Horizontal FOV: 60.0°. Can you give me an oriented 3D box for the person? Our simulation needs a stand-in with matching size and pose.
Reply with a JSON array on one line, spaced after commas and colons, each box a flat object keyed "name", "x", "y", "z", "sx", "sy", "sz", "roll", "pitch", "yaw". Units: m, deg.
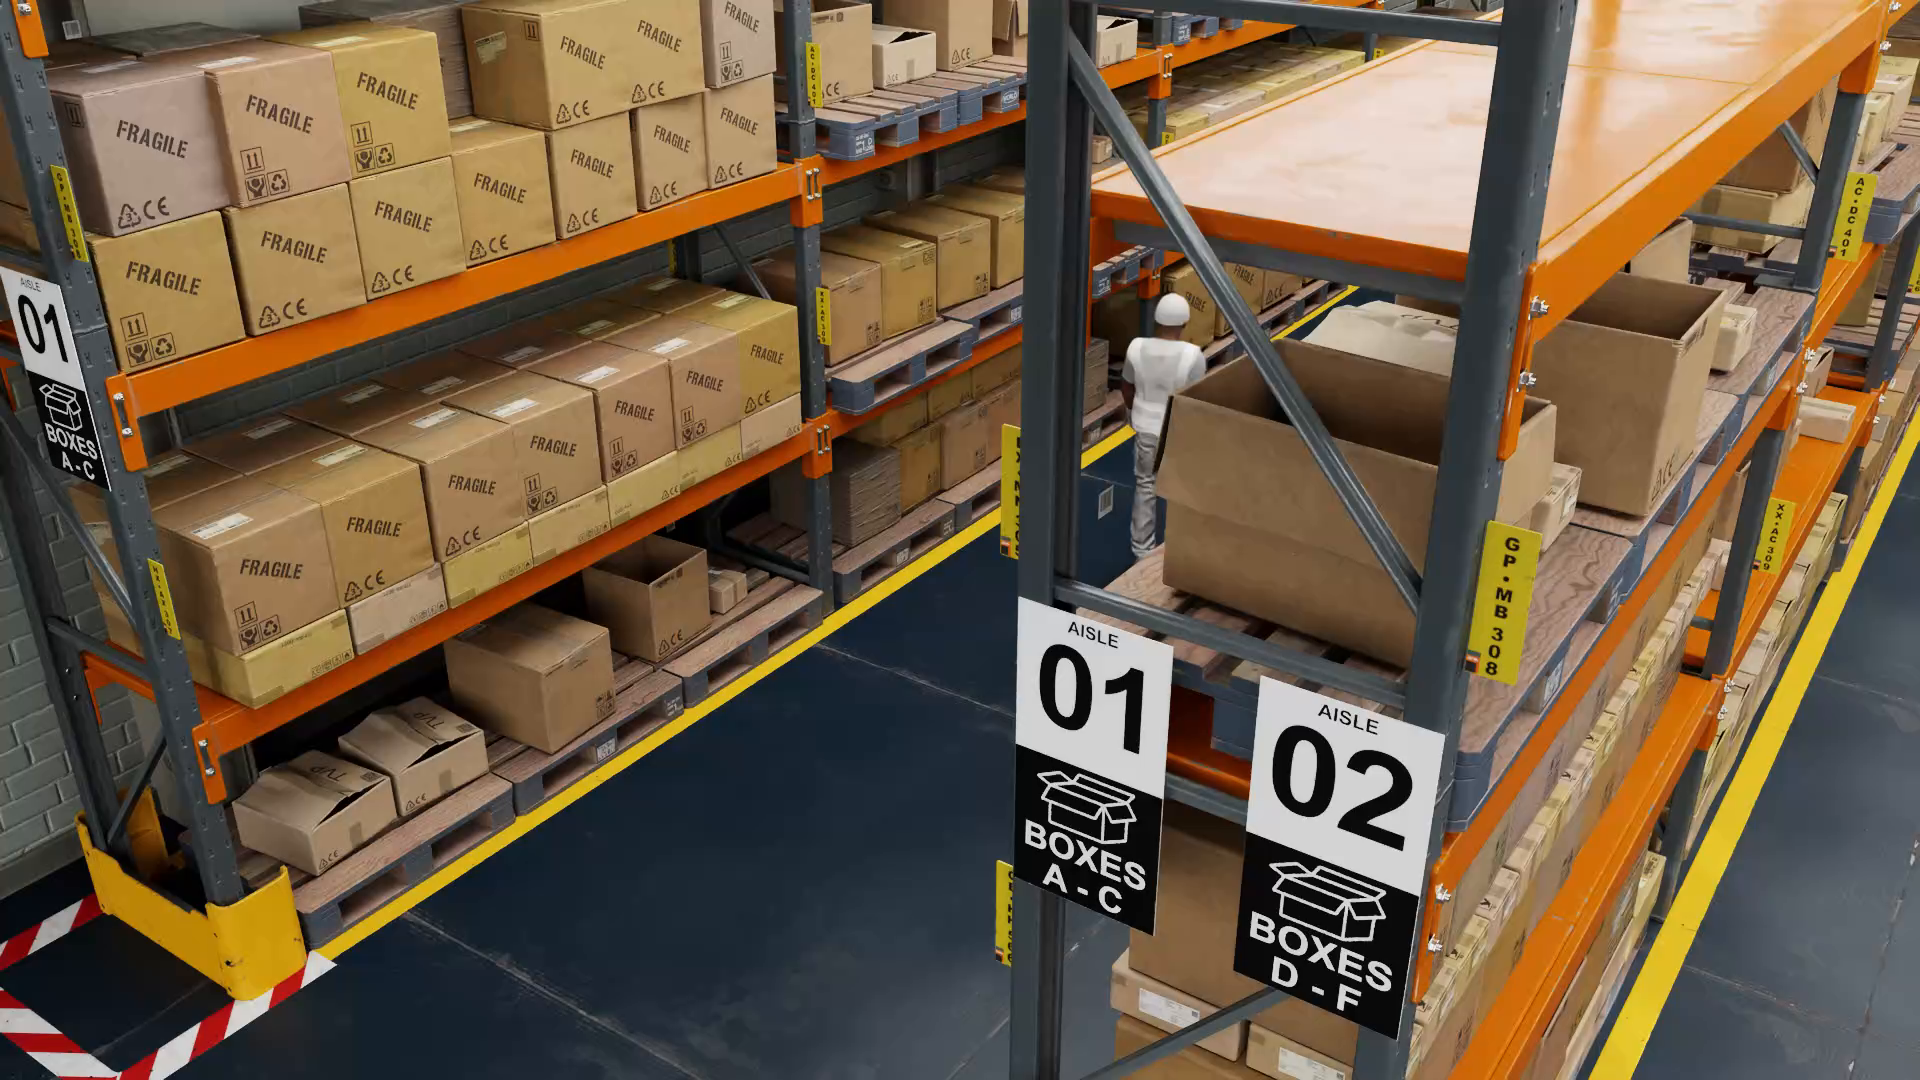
[{"name": "person", "x": 1.327, "y": -0.729, "z": 10.604, "sx": 0.603, "sy": 1.818, "sz": 0.756, "roll": 10, "pitch": 28, "yaw": 19}]
